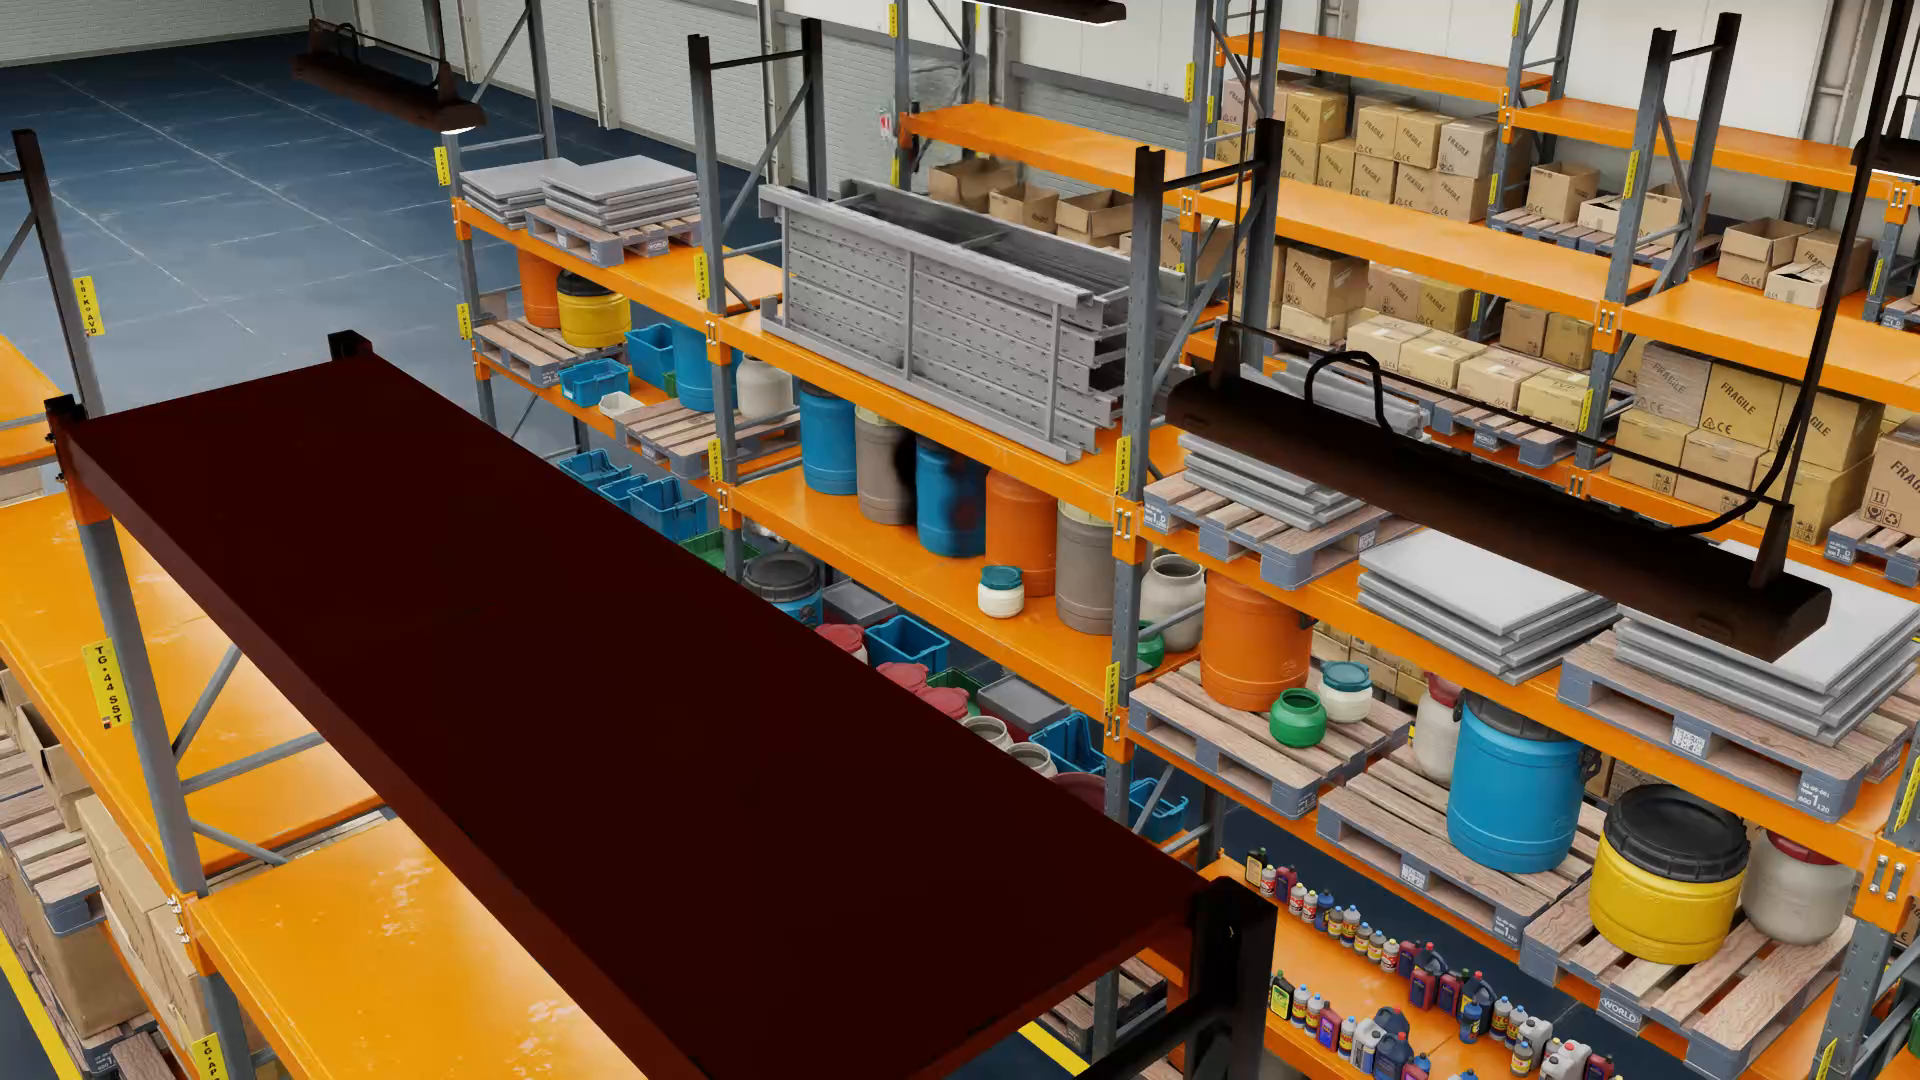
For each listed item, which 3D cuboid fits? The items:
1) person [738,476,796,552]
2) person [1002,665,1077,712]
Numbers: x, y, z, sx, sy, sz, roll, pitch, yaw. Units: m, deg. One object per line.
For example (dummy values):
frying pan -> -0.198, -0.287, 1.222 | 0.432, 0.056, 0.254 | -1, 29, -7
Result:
person -> -2.059, -0.405, 16.491 | 0.895, 1.759, 0.662 | 13, 30, 24
person -> 0.646, 0.757, 14.226 | 0.562, 1.707, 0.857 | -24, 36, -39
